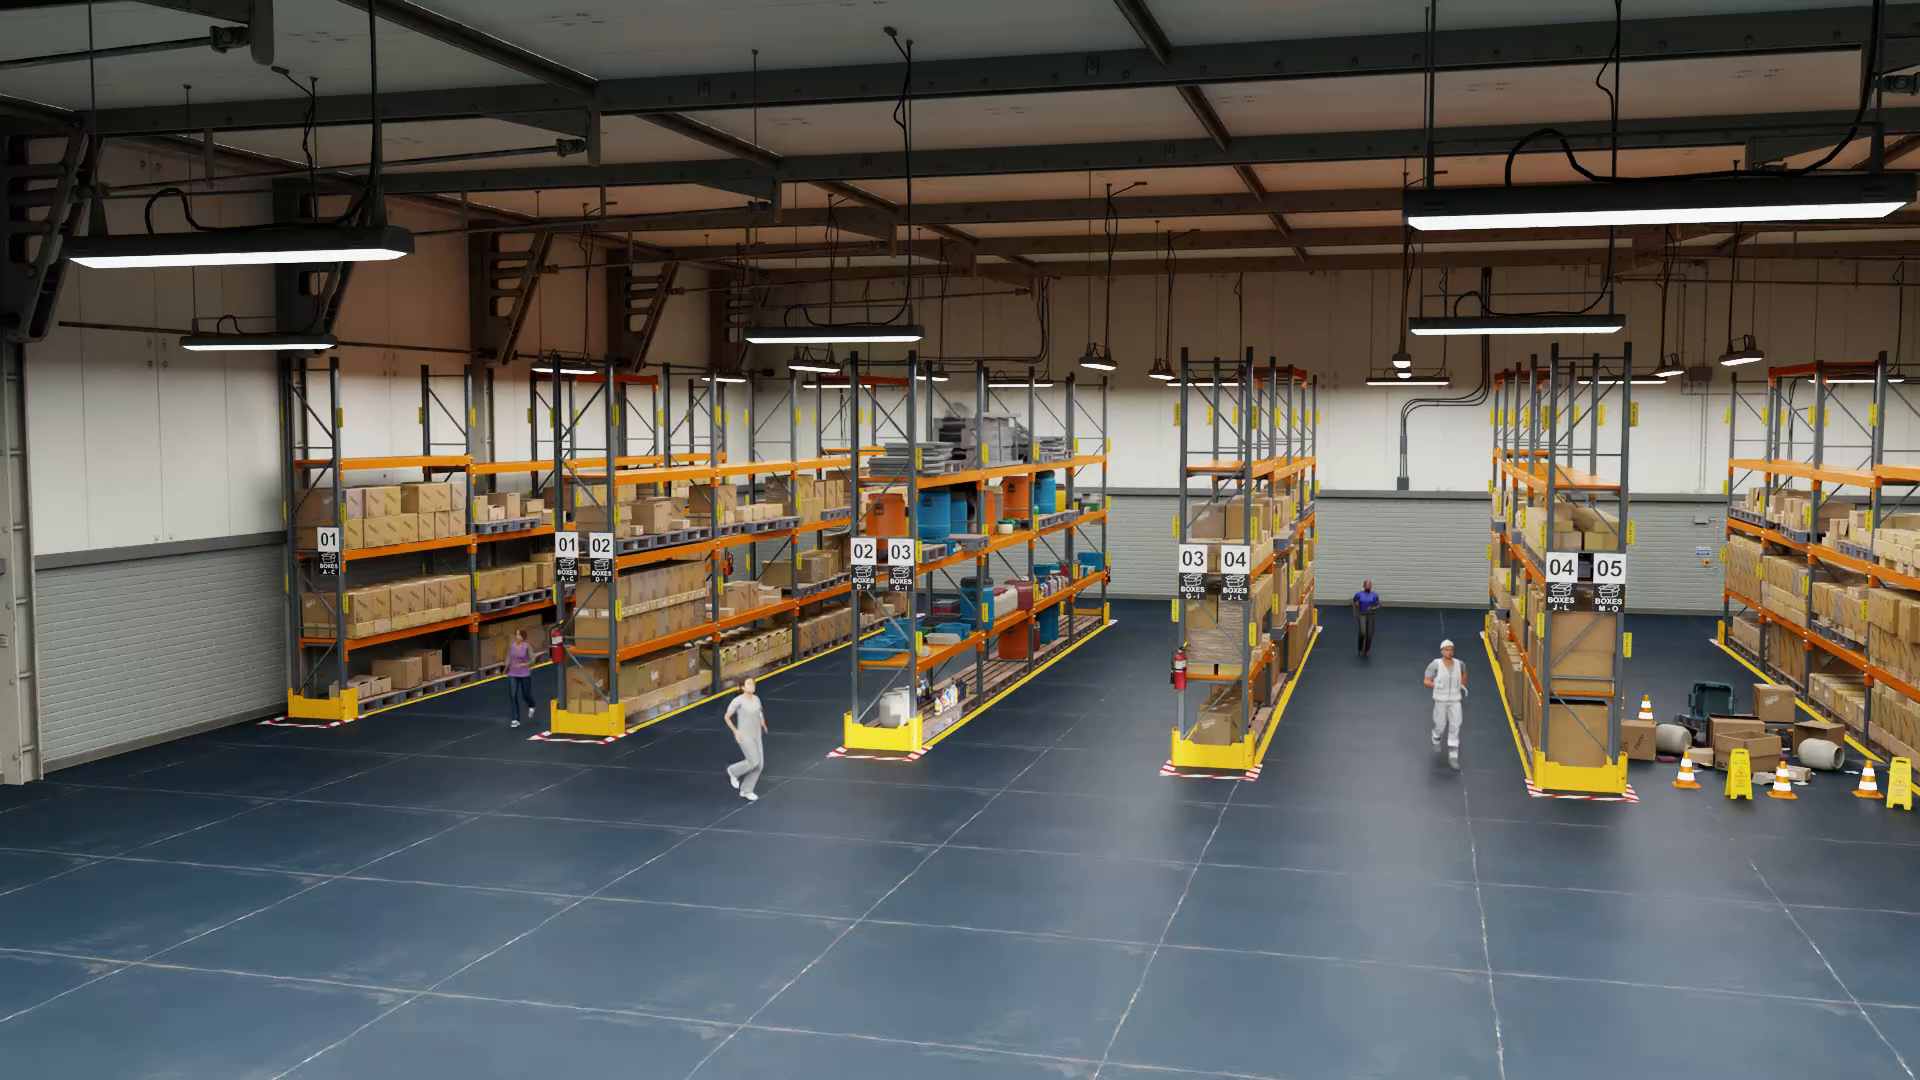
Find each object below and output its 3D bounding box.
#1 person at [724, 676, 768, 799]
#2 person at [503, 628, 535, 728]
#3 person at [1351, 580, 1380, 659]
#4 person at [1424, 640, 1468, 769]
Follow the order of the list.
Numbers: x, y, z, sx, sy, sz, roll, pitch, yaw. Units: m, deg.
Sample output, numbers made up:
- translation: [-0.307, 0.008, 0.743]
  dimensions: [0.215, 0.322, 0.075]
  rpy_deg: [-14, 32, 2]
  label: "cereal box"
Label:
- translation: [-2.789, 2.593, 21.887]
  dimensions: [0.562, 1.626, 0.571]
  rpy_deg: [4, 6, 41]
  label: "person"
- translation: [-7.185, 2.226, 27.120]
  dimensions: [0.559, 1.571, 0.767]
  rpy_deg: [1, 4, 7]
  label: "person"
- translation: [8.425, 1.649, 34.501]
  dimensions: [0.546, 1.653, 0.666]
  rpy_deg: [0, 4, 6]
  label: "person"
- translation: [7.012, 2.329, 23.959]
  dimensions: [0.656, 1.786, 0.987]
  rpy_deg: [0, 4, 3]
  label: "person"
